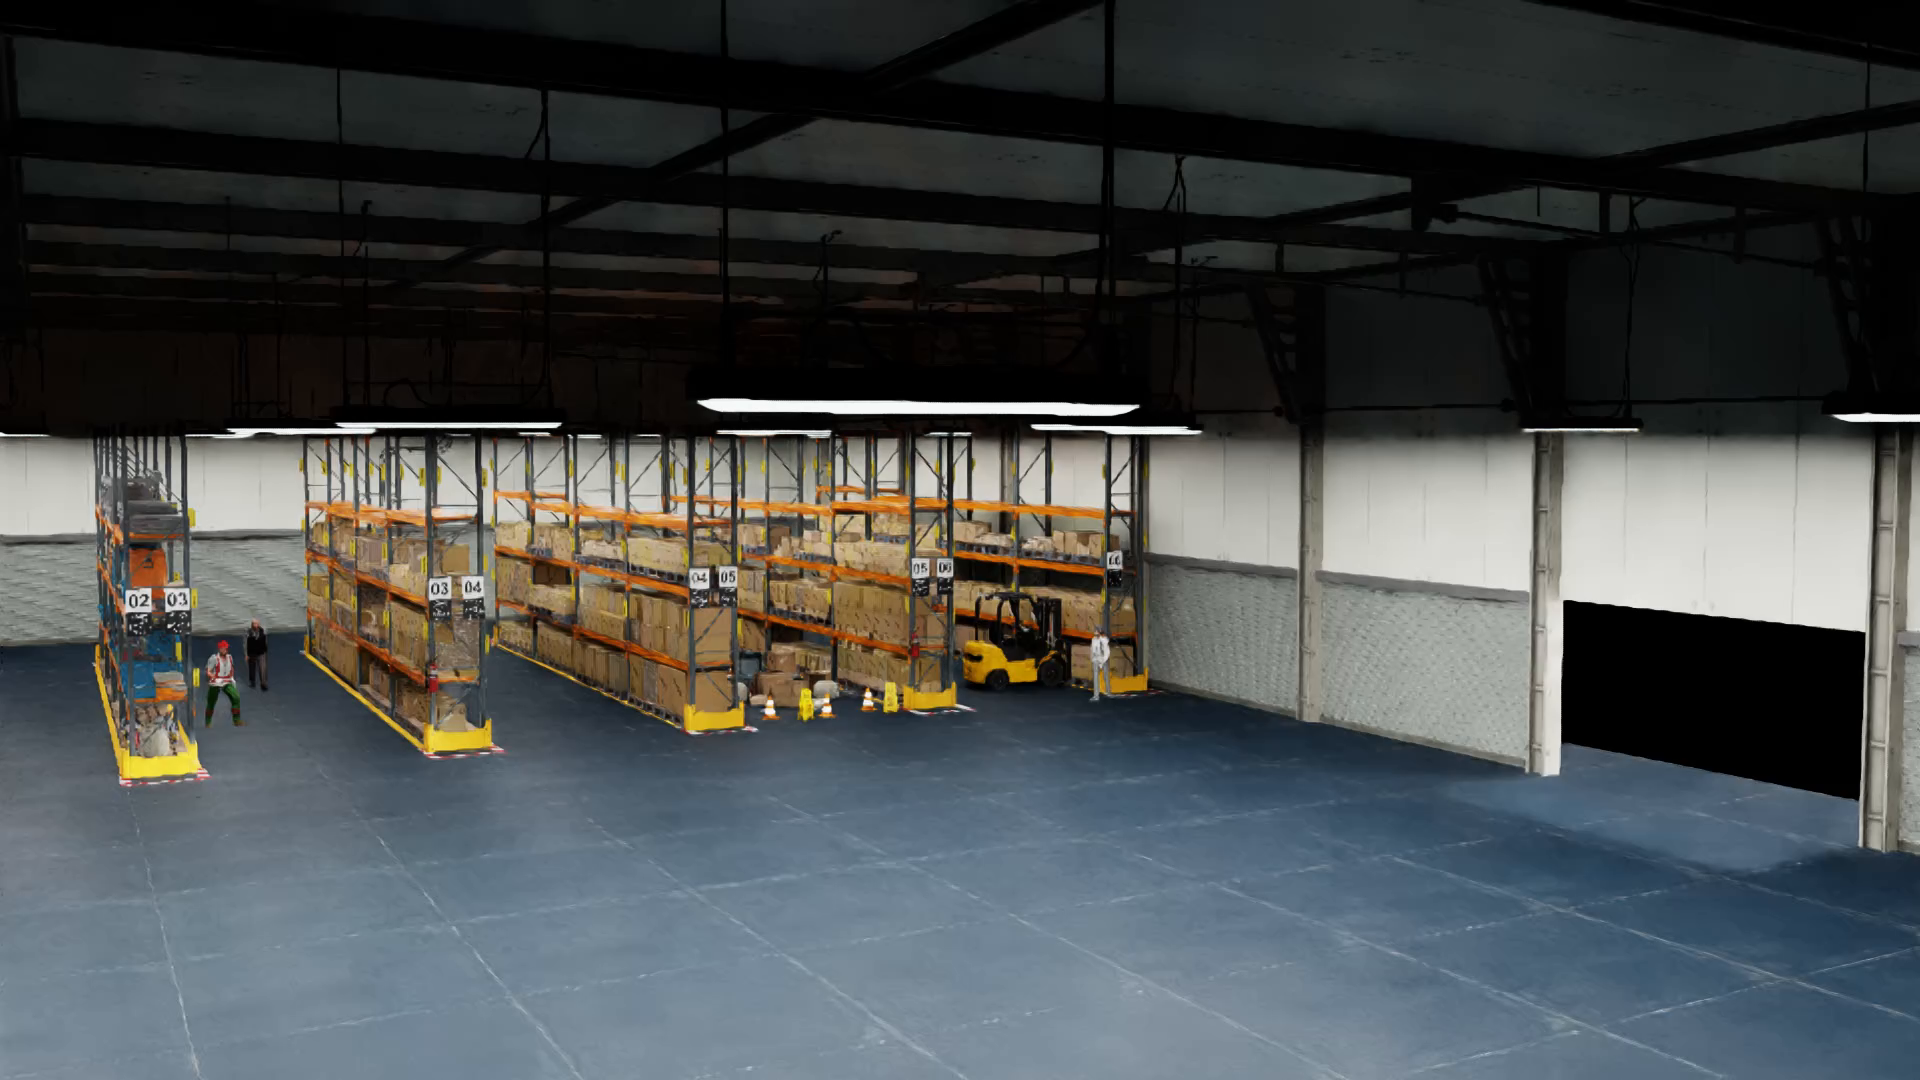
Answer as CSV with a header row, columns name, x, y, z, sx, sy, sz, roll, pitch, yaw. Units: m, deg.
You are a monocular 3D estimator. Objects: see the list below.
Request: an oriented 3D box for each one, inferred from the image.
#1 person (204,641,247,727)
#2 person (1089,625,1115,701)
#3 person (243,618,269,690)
name,x,y,z,sx,sy,sz,roll,pitch,yaw
person,-14.674,2.849,33.038,0.792,1.722,0.668,3,4,40
person,3.107,2.681,36.560,0.496,1.658,0.681,2,4,32
person,-16.084,2.590,37.980,0.543,1.647,1.115,-2,4,-26
